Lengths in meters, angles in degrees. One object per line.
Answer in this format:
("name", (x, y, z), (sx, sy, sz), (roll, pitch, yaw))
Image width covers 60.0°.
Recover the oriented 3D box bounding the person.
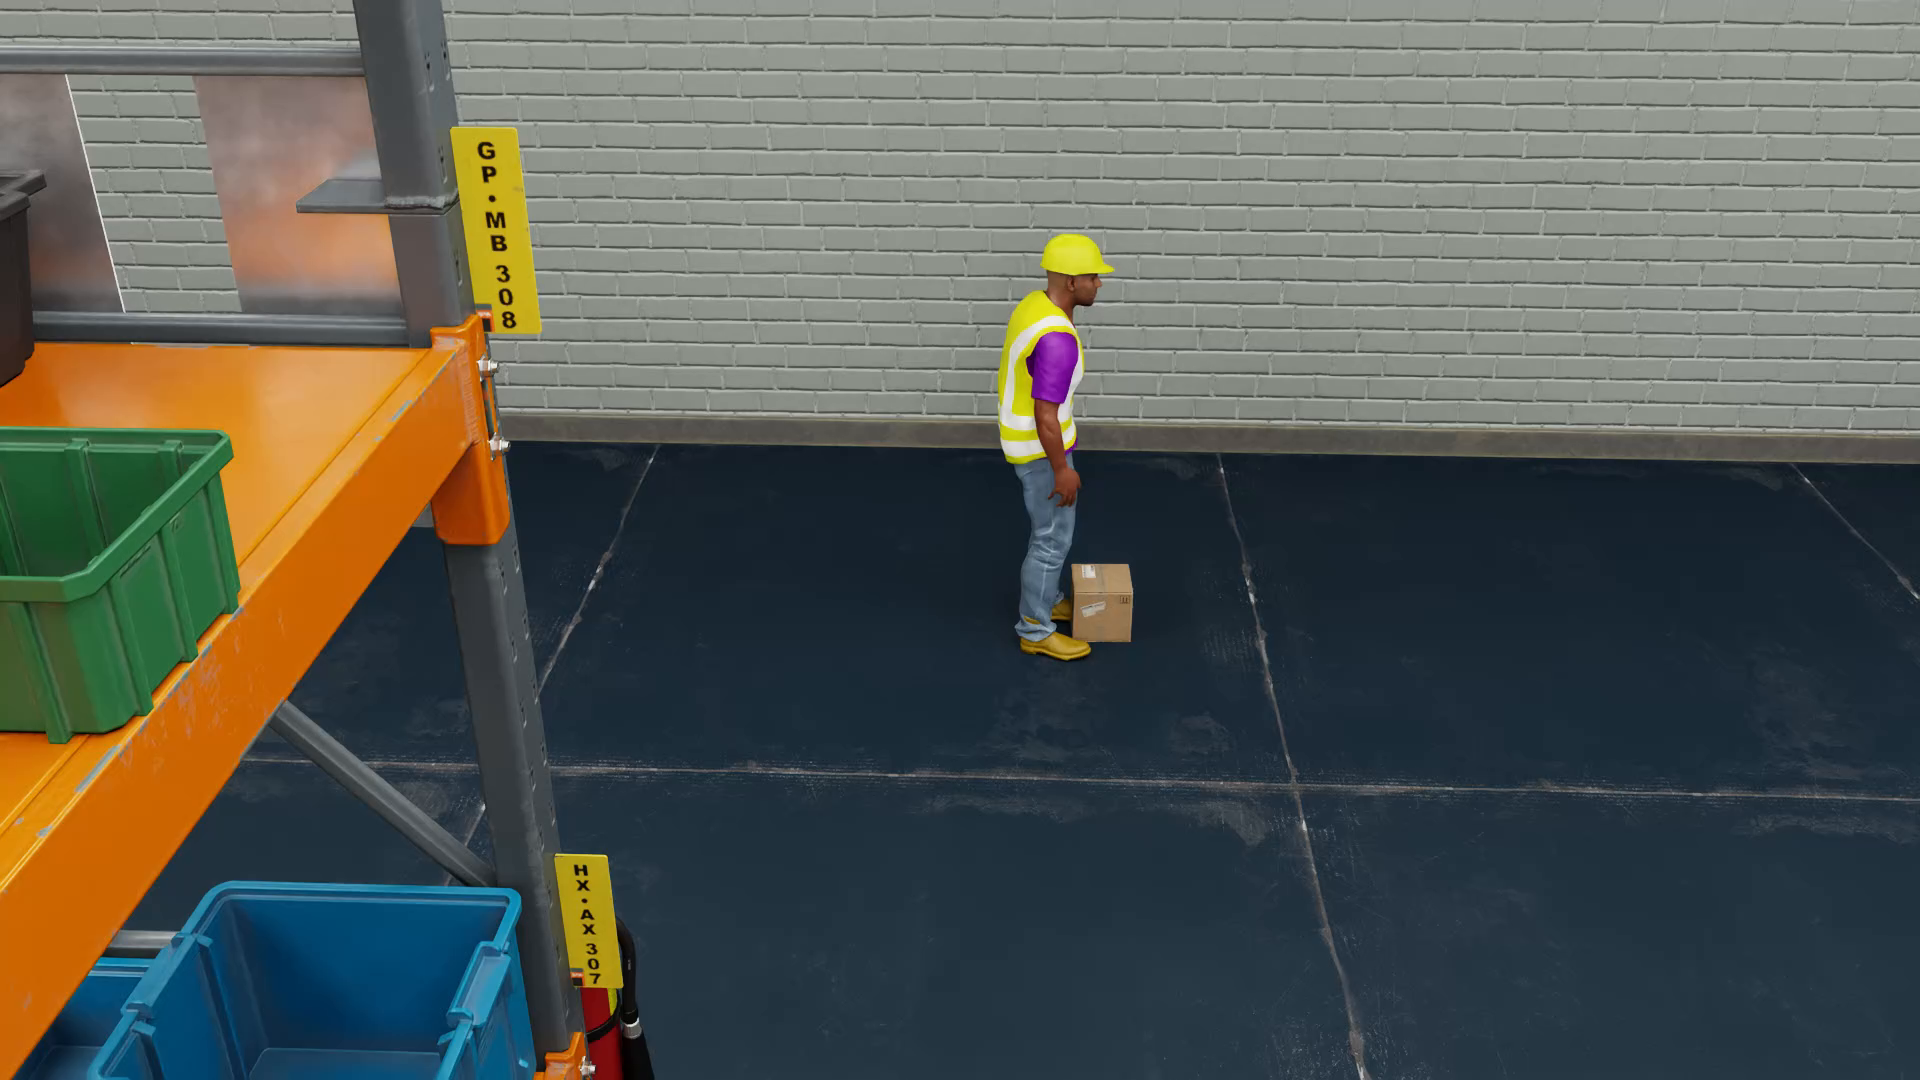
("person", (0.380, -0.399, 6.857), (0.454, 1.761, 0.636), (0, 28, -1))
